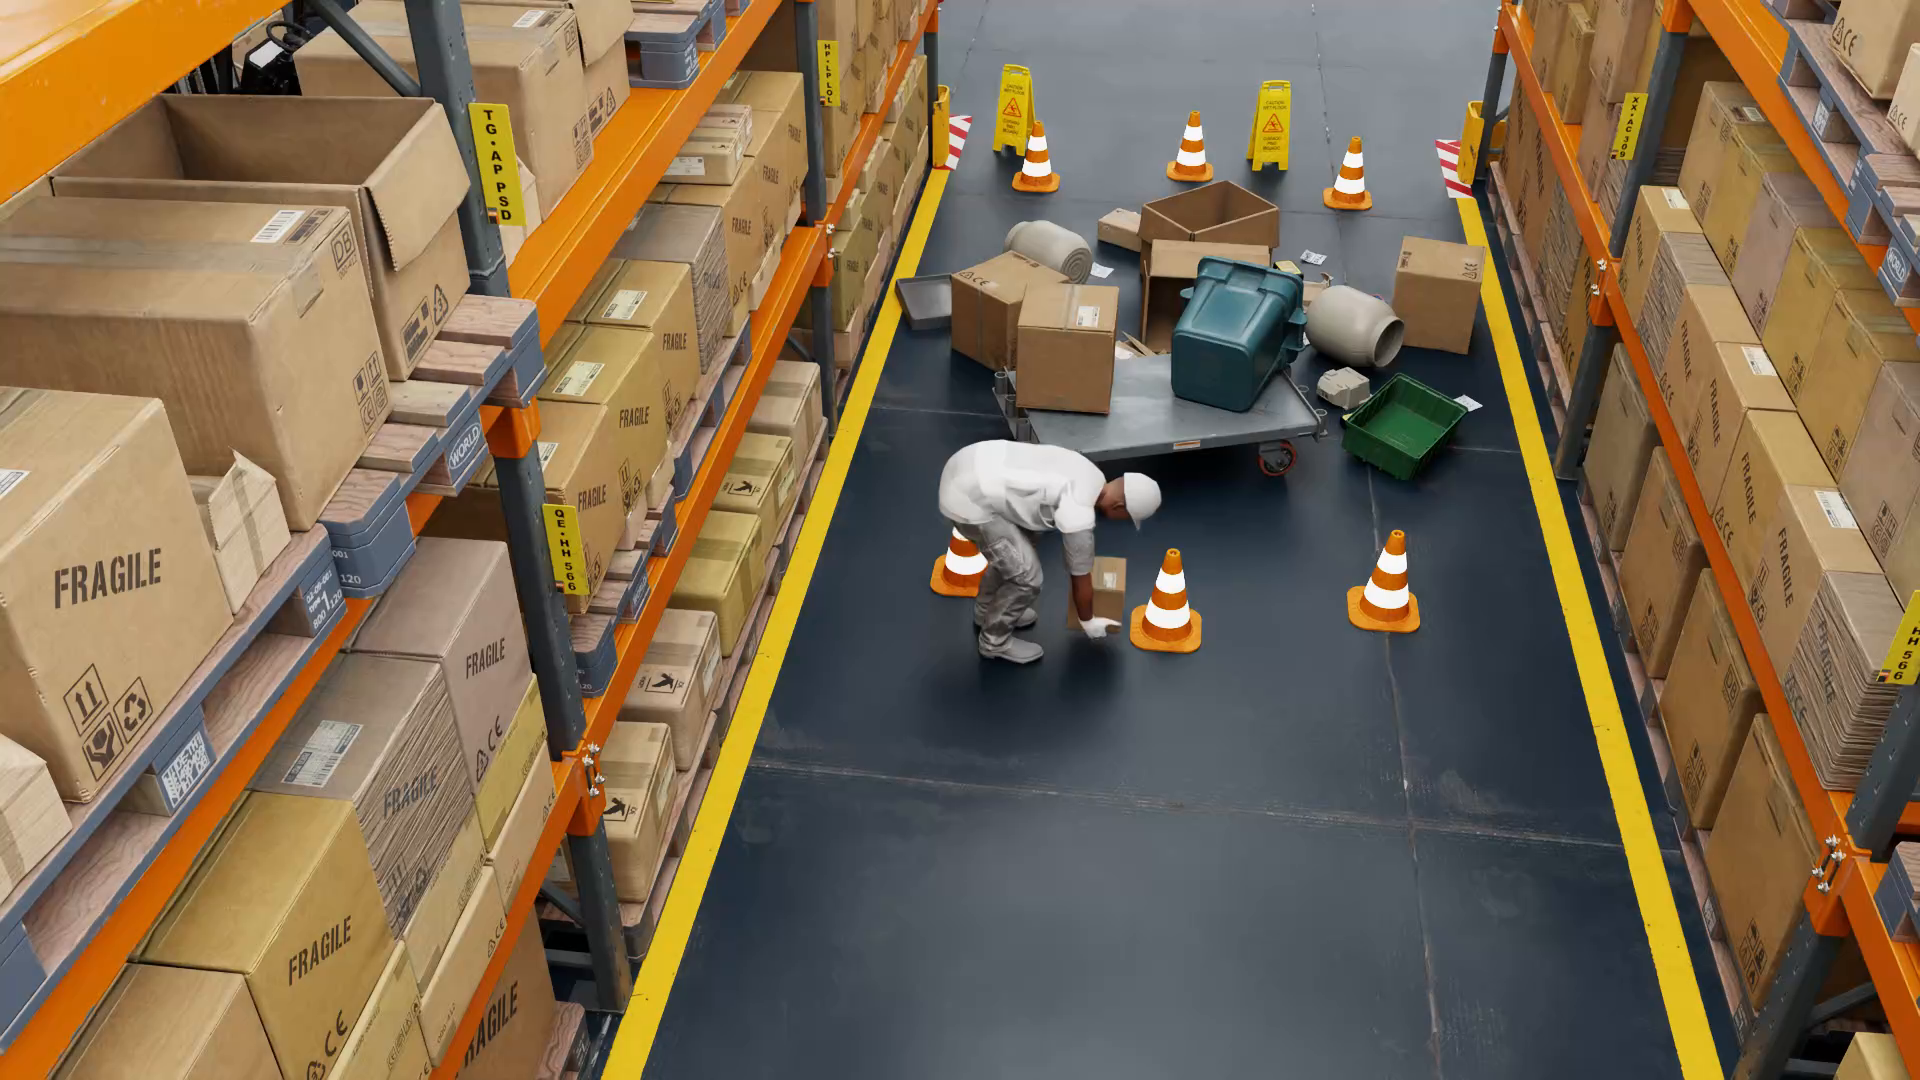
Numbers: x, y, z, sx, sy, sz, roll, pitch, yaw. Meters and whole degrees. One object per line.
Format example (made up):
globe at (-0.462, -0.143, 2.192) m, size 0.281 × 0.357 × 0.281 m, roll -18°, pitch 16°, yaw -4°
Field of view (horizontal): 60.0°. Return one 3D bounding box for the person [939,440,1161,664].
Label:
person at (0.398, 0.042, 7.576) m, size 0.991 × 1.063 × 0.504 m, roll 2°, pitch 36°, yaw 3°
